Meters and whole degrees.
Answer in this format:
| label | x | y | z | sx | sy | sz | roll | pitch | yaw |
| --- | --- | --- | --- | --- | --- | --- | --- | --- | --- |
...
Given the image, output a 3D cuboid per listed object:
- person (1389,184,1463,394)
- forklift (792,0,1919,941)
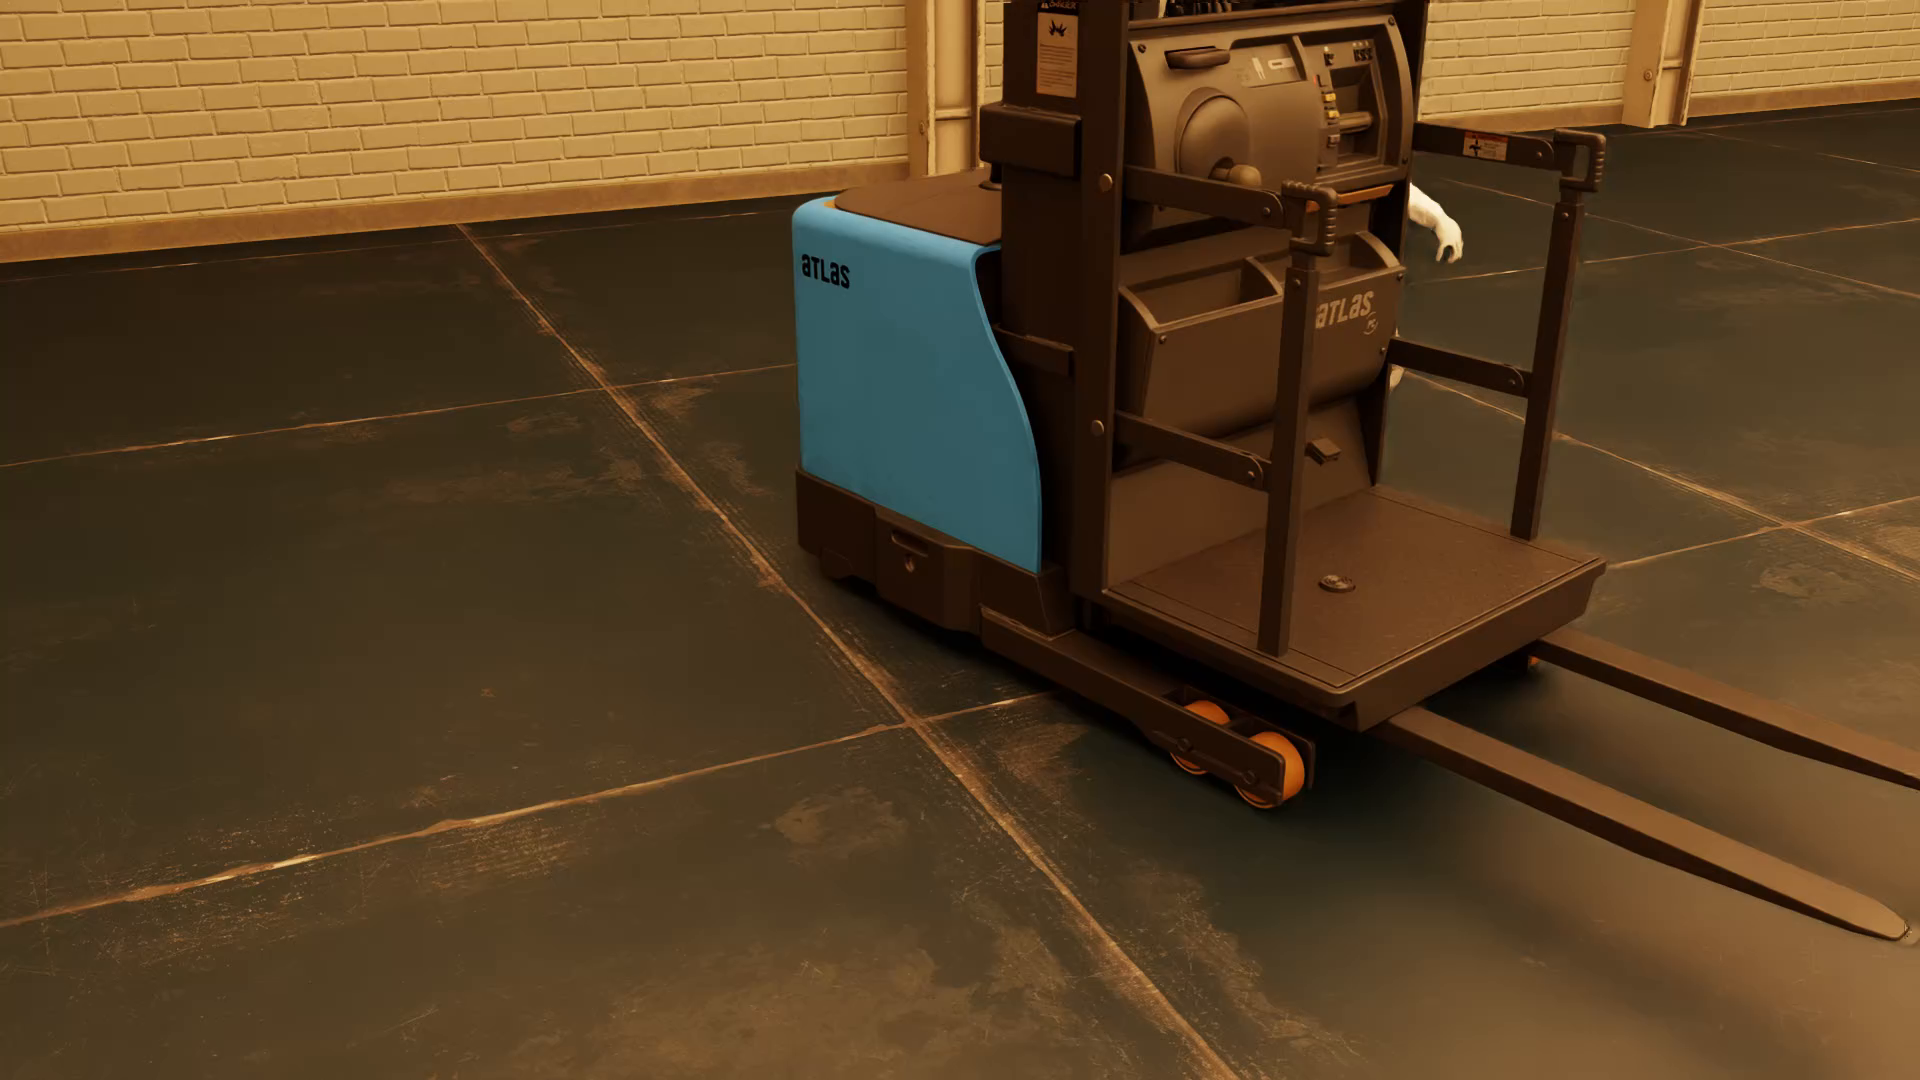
| label | x | y | z | sx | sy | sz | roll | pitch | yaw |
| --- | --- | --- | --- | --- | --- | --- | --- | --- | --- |
| person | 1.185 | -0.894 | 5.318 | 0.826 | 1.541 | 0.810 | -20 | 30 | -40 |
| forklift | 0.871 | -0.980 | 3.646 | 1.130 | 2.935 | 3.031 | -19 | 29 | -37 |
